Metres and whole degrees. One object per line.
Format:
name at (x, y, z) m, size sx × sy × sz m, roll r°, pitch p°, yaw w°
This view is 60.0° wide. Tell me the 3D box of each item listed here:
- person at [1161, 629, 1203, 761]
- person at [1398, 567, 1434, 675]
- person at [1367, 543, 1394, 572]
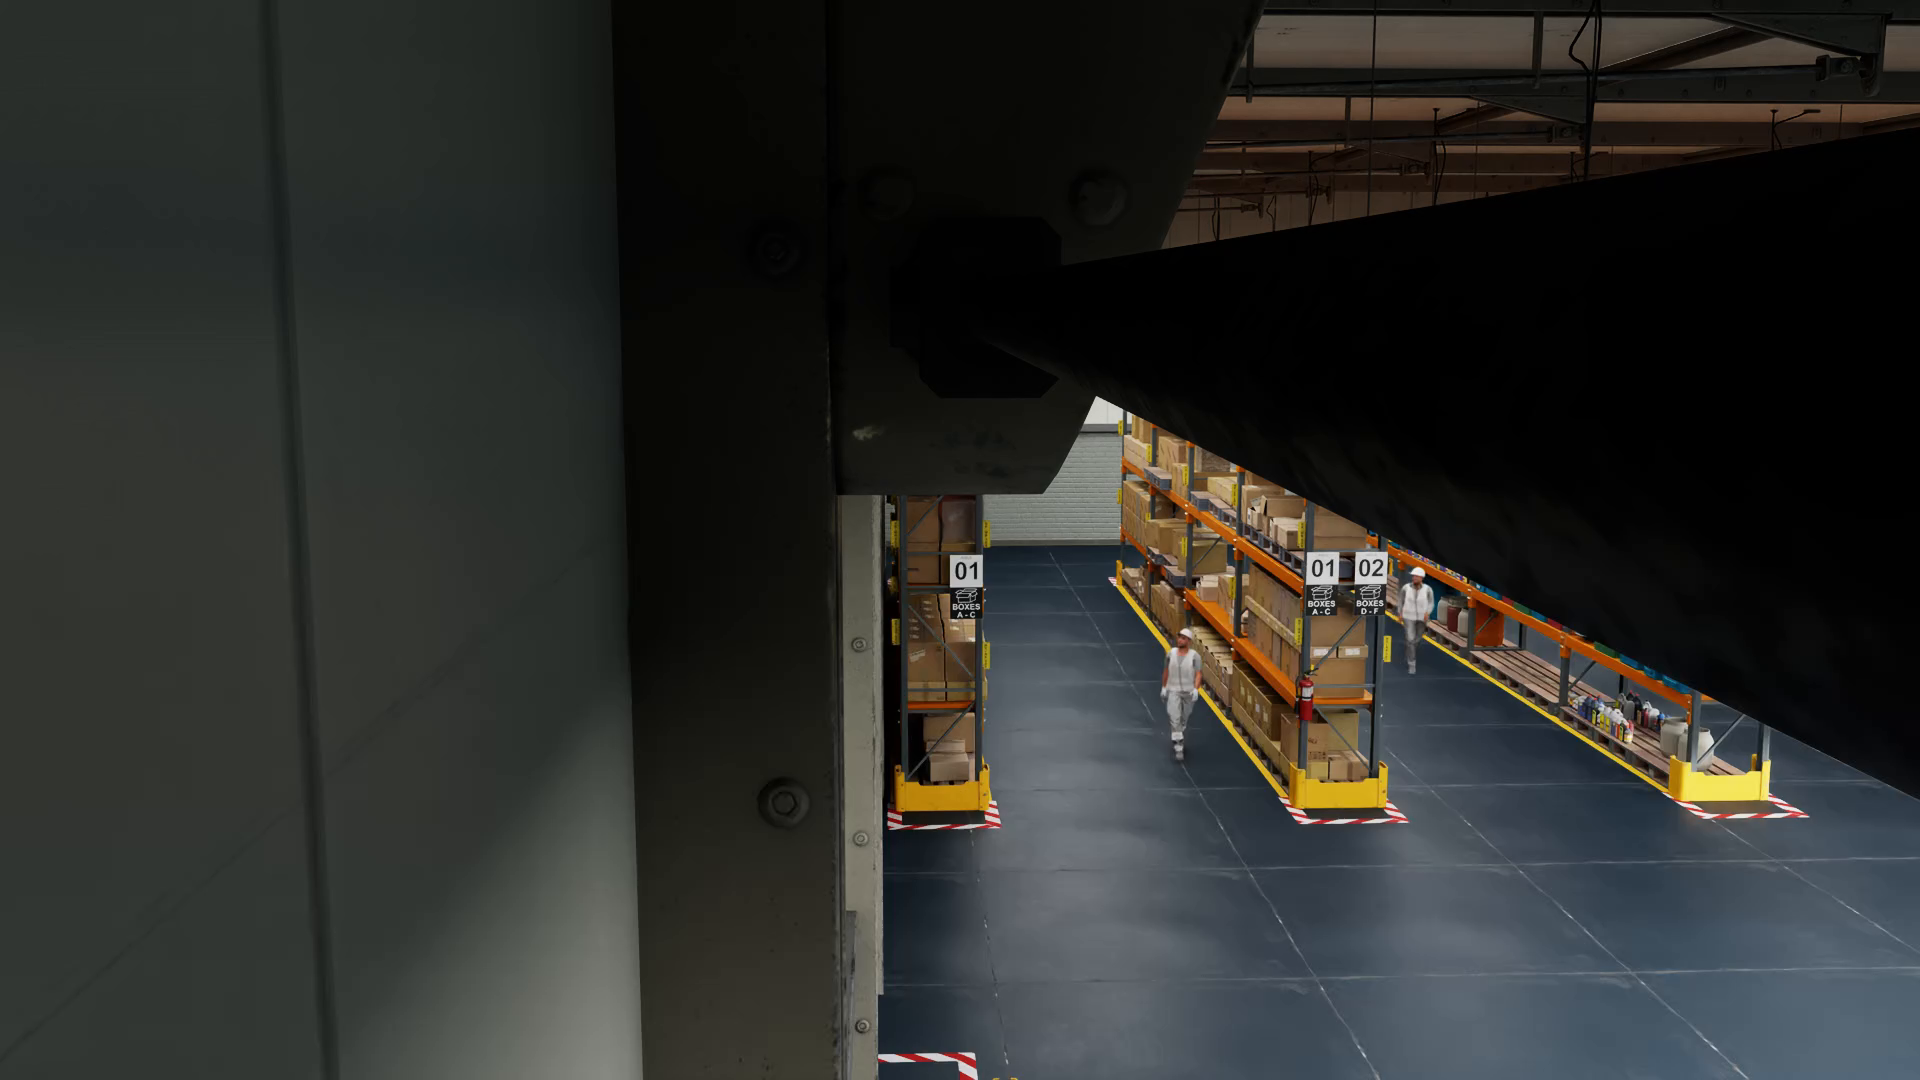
person at (3.065, 2.095, 22.862) m, size 0.541 × 1.724 × 1.026 m, roll 0°, pitch 8°, yaw -3°
person at (7.744, 1.343, 28.199) m, size 0.538 × 1.778 × 0.940 m, roll 0°, pitch 8°, yaw 0°
person at (9.625, -0.086, 38.113) m, size 0.620 × 1.663 × 0.408 m, roll -2°, pitch 9°, yaw -13°
